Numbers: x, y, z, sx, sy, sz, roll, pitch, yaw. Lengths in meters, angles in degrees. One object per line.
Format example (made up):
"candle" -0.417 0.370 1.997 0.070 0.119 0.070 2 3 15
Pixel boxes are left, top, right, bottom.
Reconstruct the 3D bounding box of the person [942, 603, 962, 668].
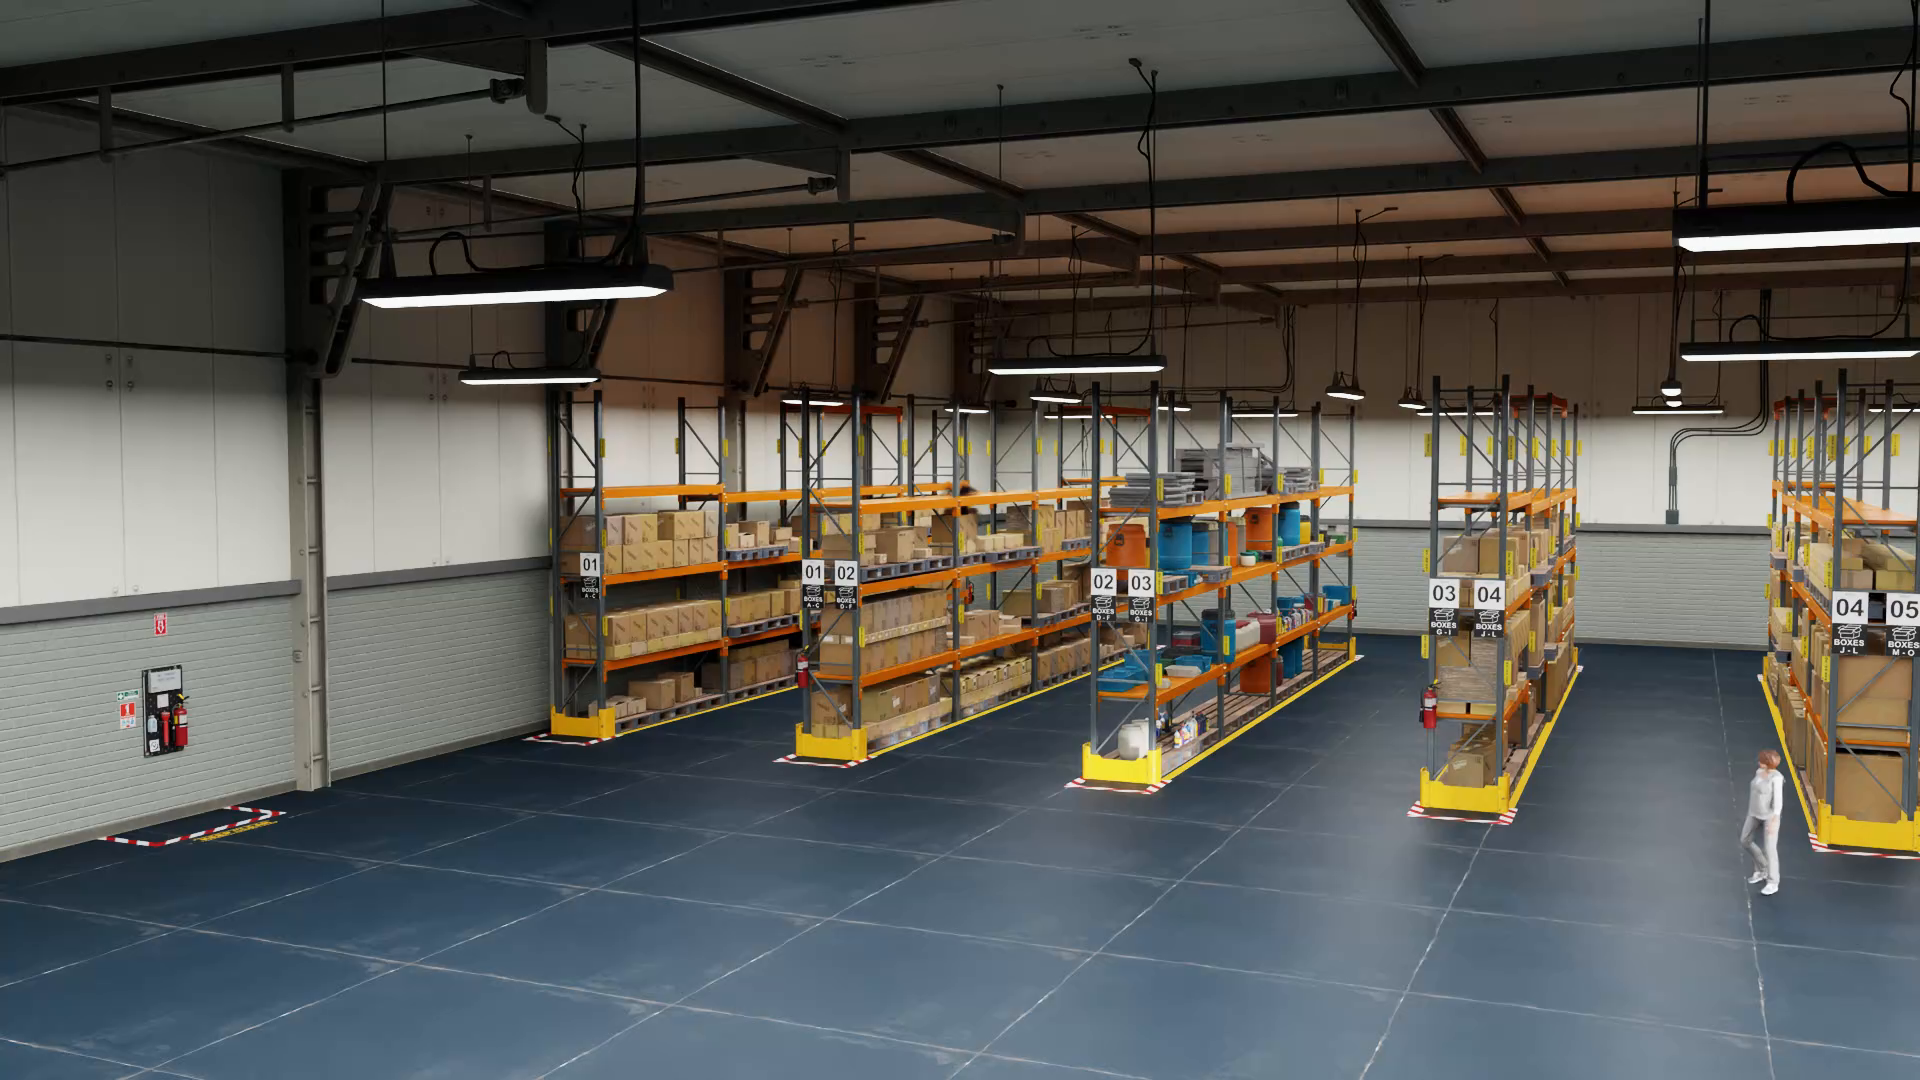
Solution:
"person" -0.208 2.170 35.580 0.630 1.654 1.028 1 3 25

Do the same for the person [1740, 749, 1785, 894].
"person" 9.109 3.155 18.812 0.399 1.601 0.508 -1 3 -18
